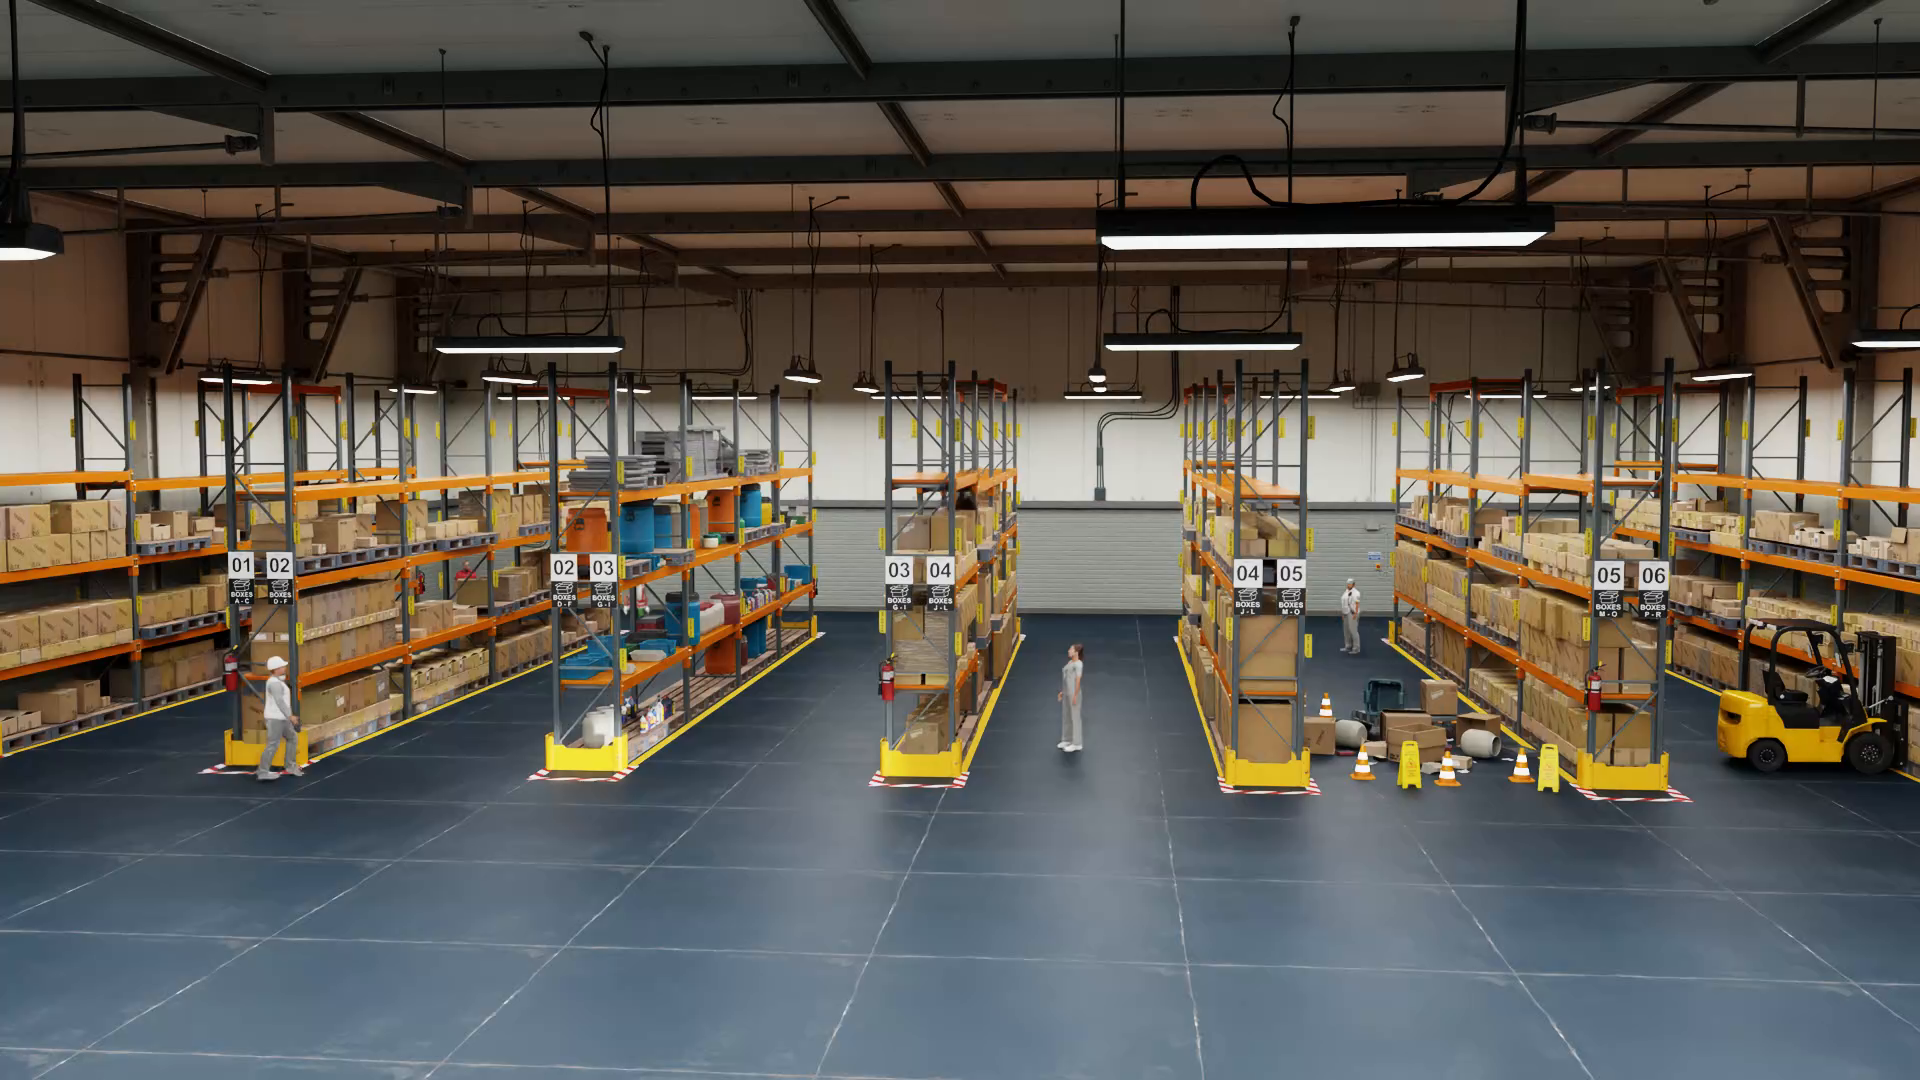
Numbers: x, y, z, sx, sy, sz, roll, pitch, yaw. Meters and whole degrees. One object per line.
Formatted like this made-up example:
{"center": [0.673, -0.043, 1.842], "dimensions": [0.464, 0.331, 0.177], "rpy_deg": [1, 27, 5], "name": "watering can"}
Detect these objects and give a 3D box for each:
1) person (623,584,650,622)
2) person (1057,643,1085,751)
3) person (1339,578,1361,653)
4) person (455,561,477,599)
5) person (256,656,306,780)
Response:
{"center": [-7.528, 1.589, 38.598], "dimensions": [0.555, 1.745, 1.038], "rpy_deg": [0, 4, -1], "name": "person"}
{"center": [1.750, 2.444, 26.091], "dimensions": [0.413, 1.669, 0.492], "rpy_deg": [-2, 4, -27], "name": "person"}
{"center": [8.826, 1.719, 37.625], "dimensions": [0.421, 1.698, 0.568], "rpy_deg": [0, 4, -7], "name": "person"}
{"center": [-12.493, 1.375, 41.981], "dimensions": [0.518, 1.673, 1.000], "rpy_deg": [0, 4, -7], "name": "person"}
{"center": [-9.739, 2.557, 23.801], "dimensions": [0.676, 1.800, 0.576], "rpy_deg": [-2, 4, -24], "name": "person"}
